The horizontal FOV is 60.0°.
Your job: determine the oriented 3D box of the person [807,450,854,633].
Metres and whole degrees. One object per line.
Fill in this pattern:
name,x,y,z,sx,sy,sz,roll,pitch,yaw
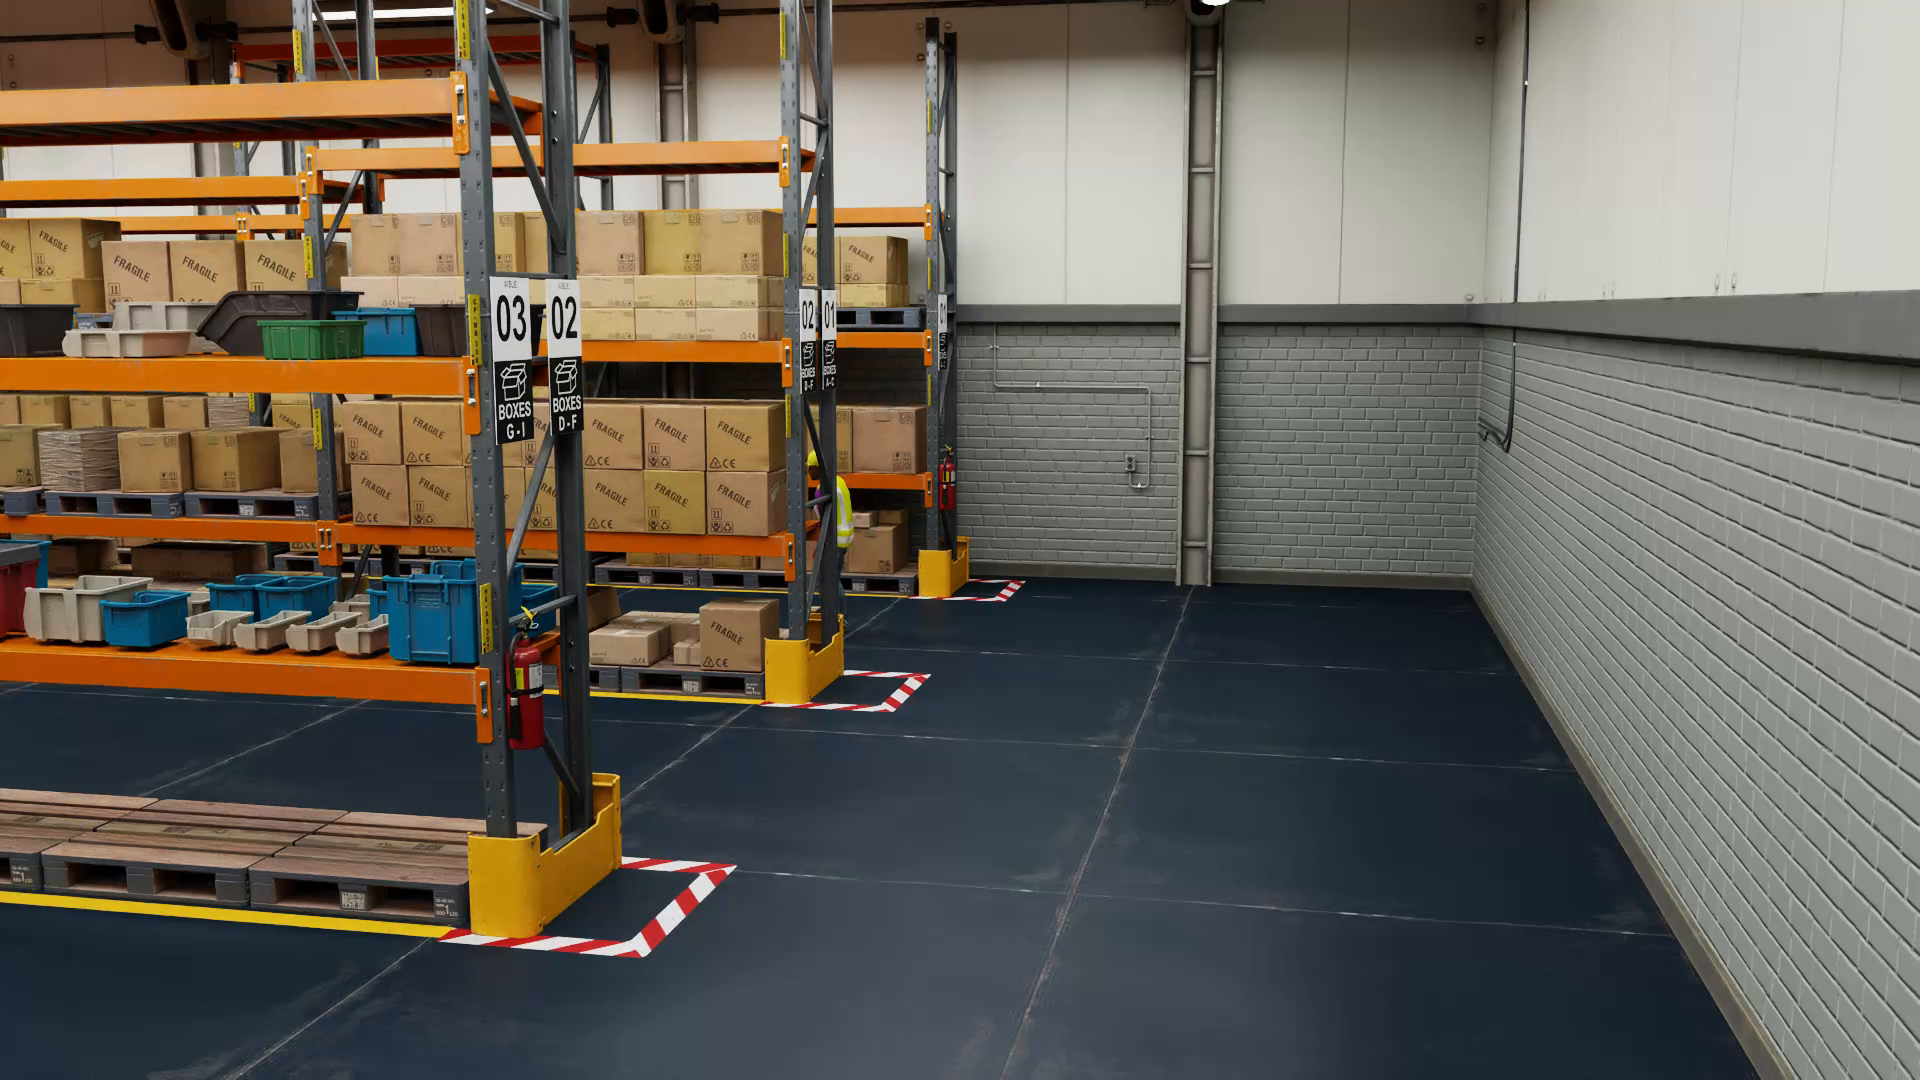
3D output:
person,-1.235,0.026,15.559,0.463,1.760,0.631,1,8,11
